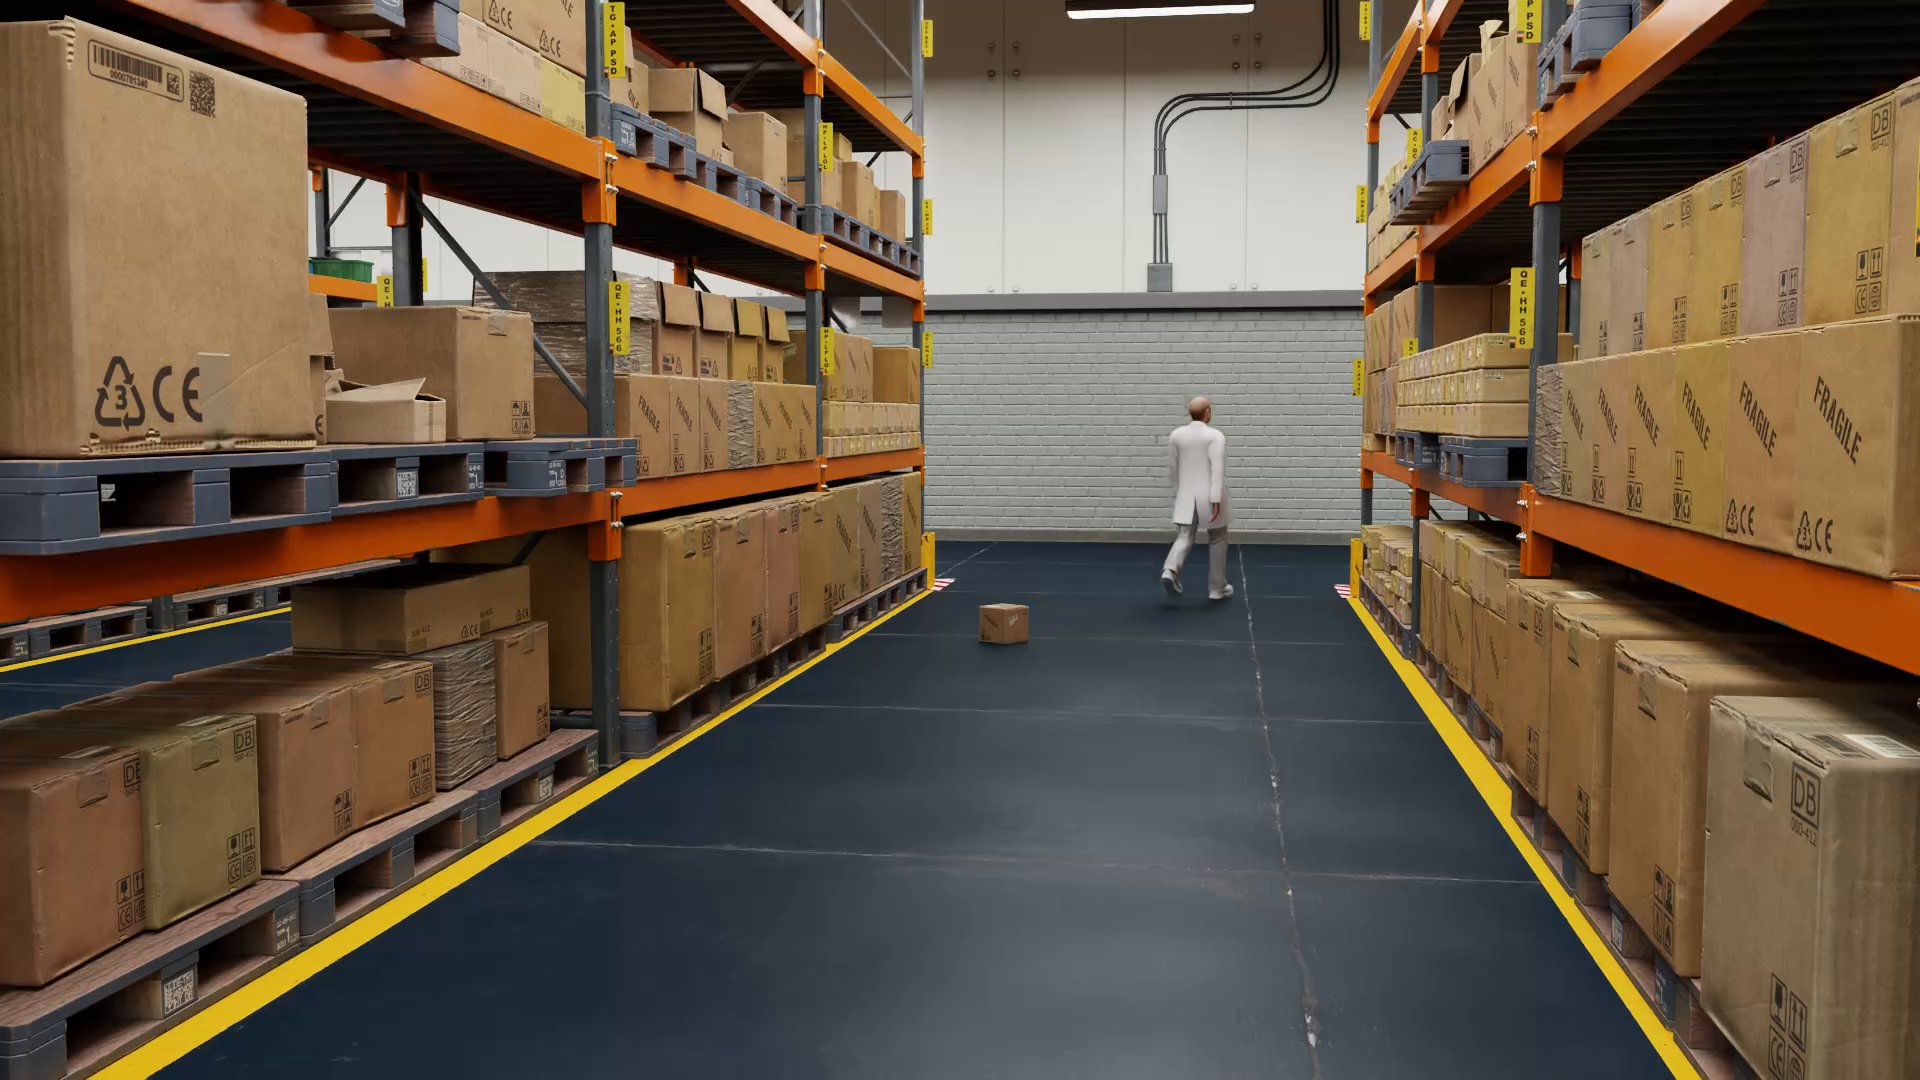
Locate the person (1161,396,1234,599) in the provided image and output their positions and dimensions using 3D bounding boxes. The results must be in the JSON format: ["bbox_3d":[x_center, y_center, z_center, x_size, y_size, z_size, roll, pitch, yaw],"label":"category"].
[{"bbox_3d":[2.035,-0.354,14.226,0.559,1.745,1.012,3,5,31],"label":"person"}]
